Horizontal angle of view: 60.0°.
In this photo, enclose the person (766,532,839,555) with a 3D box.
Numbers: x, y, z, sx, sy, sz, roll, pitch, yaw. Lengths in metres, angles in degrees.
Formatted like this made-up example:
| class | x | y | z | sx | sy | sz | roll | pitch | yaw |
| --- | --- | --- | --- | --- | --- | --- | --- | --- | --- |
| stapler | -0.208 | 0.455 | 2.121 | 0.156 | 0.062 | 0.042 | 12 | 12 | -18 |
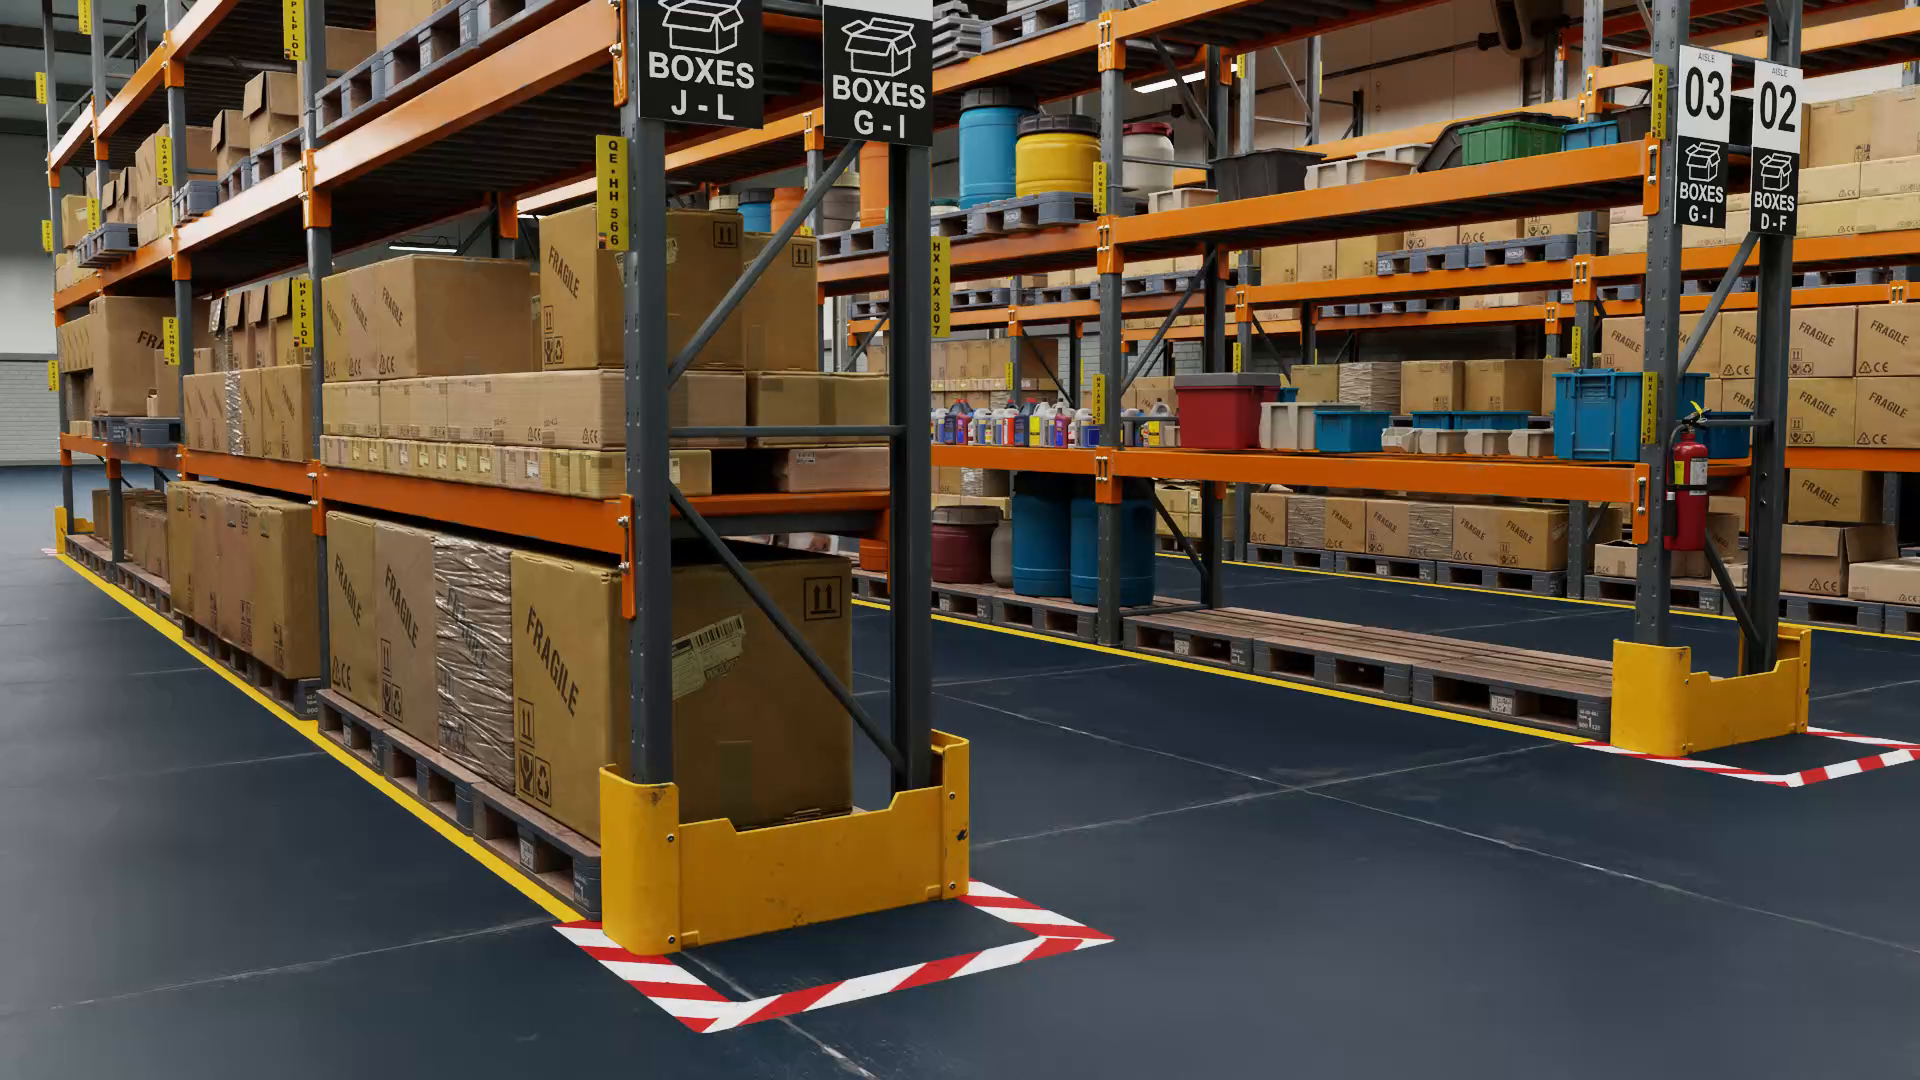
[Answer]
| class | x | y | z | sx | sy | sz | roll | pitch | yaw |
| --- | --- | --- | --- | --- | --- | --- | --- | --- | --- |
| person | -0.878 | -0.035 | 9.209 | 0.428 | 1.773 | 0.637 | -3 | 6 | -36 |
